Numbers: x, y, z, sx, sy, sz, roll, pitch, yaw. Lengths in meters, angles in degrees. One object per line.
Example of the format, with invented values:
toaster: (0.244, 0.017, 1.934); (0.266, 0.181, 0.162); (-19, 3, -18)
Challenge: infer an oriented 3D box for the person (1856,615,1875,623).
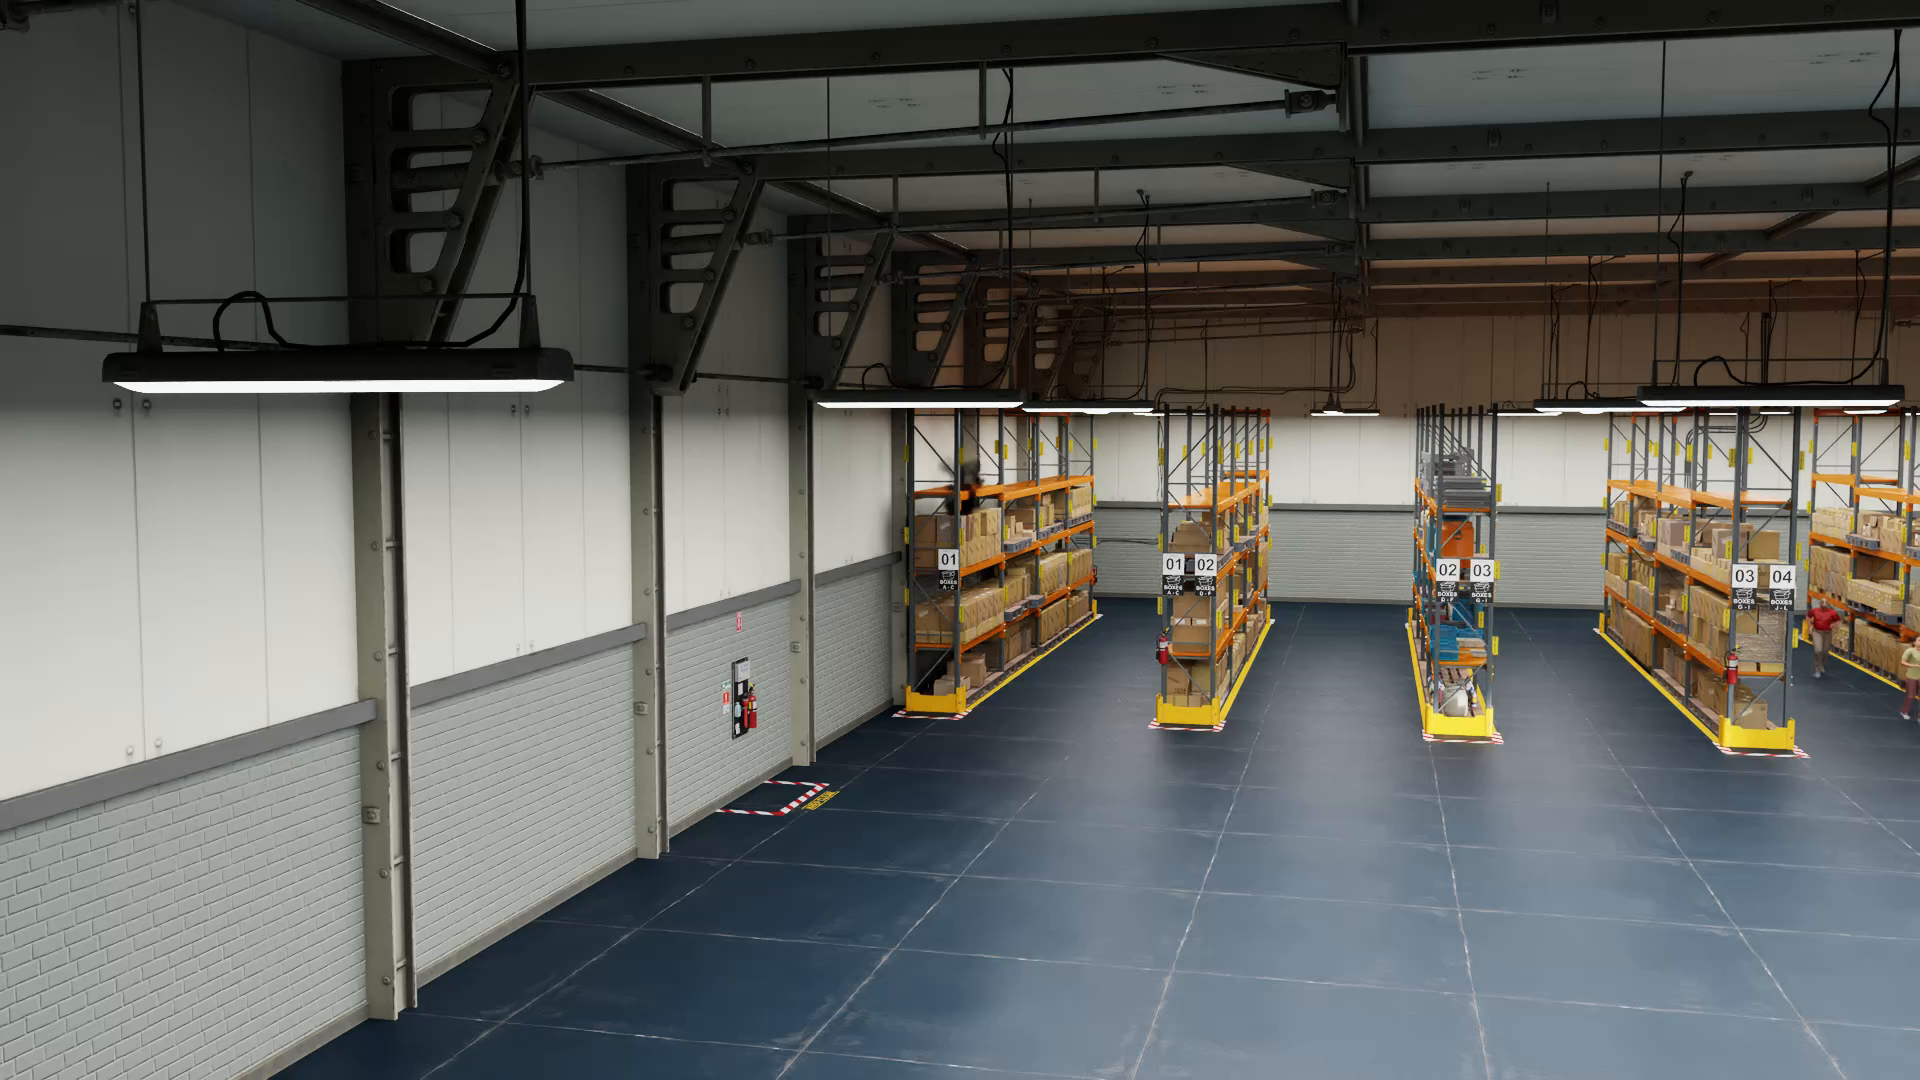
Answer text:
person: (23.774, 1.708, 43.722); (0.648, 1.653, 0.863); (-2, 4, -22)

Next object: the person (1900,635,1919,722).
person: (17.909, 2.619, 31.197); (0.565, 1.714, 0.818); (0, 4, 4)

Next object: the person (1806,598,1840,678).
person: (19.271, 2.172, 37.129); (0.645, 1.789, 0.816); (1, 4, 16)
